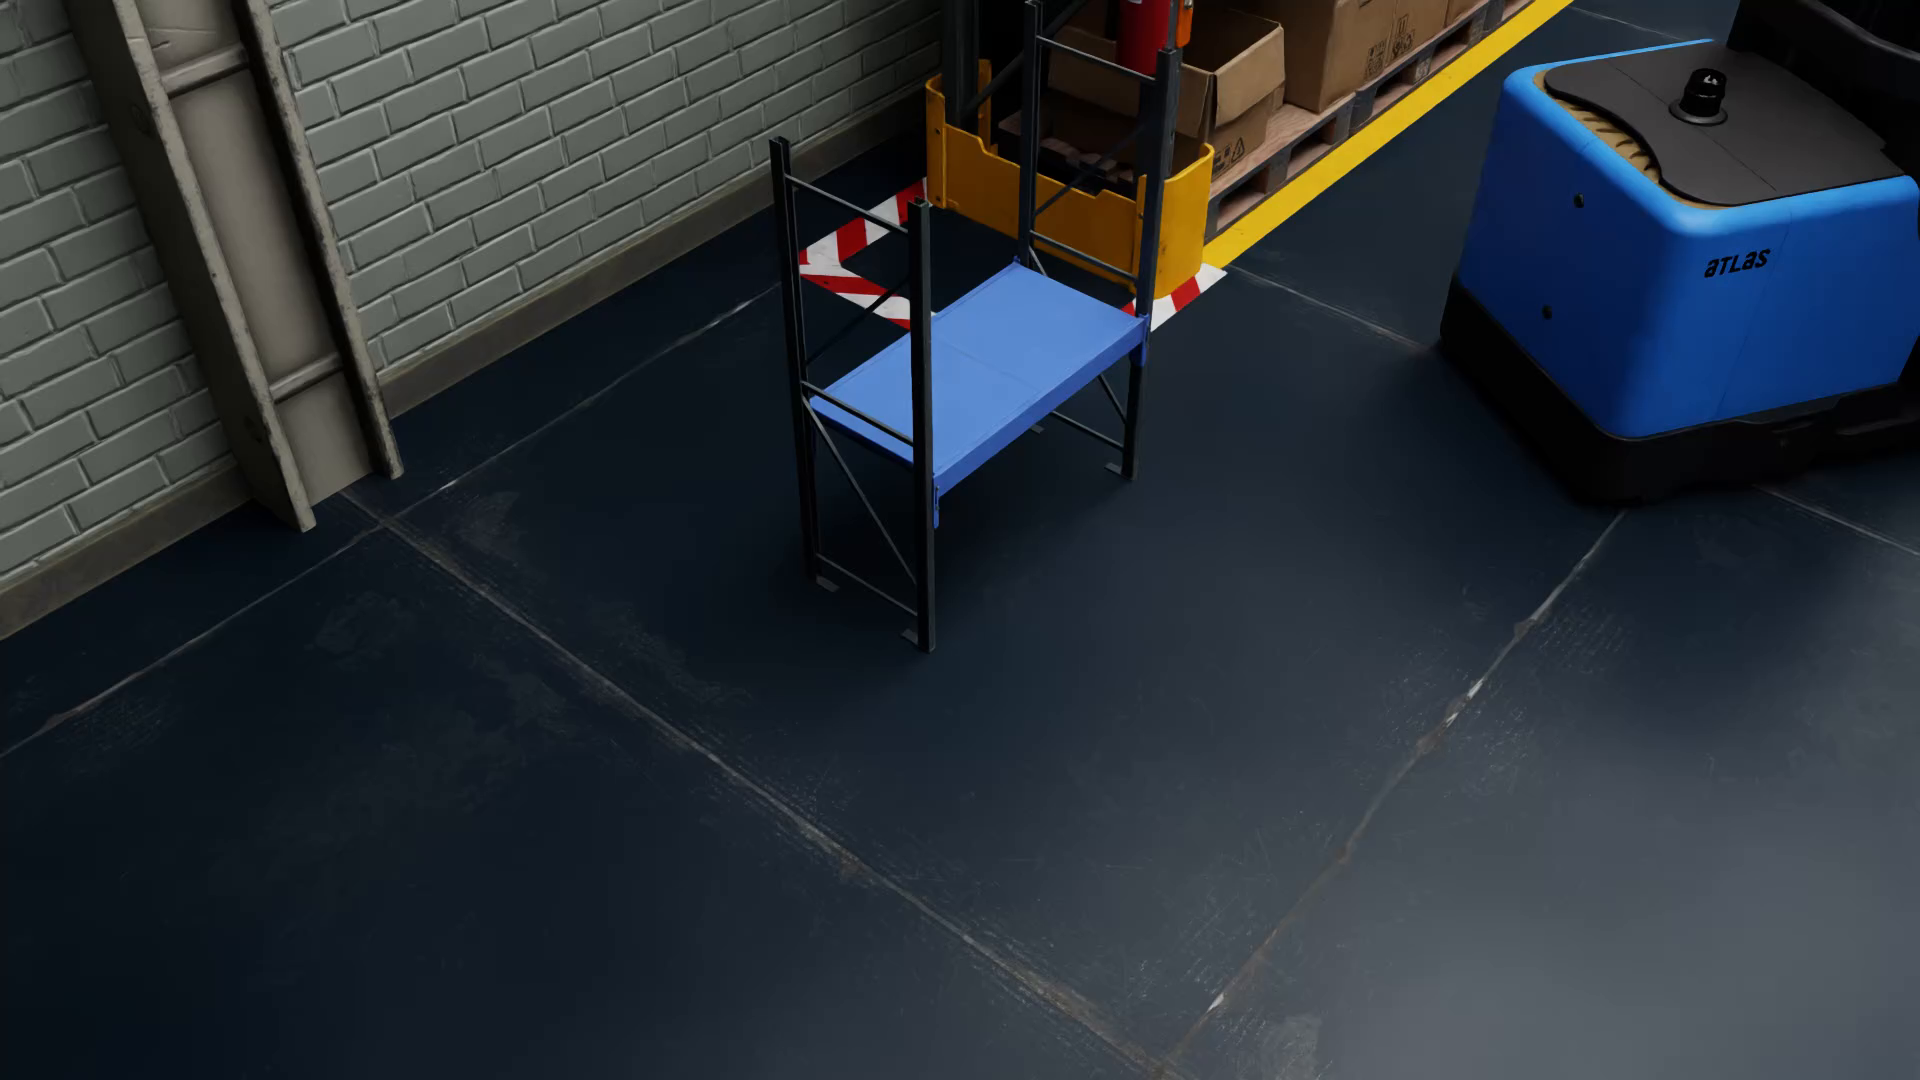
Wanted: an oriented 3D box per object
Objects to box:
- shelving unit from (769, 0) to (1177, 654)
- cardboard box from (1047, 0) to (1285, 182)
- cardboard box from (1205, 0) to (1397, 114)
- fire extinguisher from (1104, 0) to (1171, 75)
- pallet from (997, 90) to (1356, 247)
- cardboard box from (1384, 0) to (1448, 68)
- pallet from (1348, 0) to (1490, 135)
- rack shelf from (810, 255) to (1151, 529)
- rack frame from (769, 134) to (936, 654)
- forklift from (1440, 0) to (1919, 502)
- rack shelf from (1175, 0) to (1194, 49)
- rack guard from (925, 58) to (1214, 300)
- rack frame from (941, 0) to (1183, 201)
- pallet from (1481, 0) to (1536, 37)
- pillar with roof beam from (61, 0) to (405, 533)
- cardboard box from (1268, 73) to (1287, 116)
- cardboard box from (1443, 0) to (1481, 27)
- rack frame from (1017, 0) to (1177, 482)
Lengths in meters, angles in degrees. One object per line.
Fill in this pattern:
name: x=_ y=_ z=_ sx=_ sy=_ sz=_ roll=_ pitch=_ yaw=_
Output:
shelving unit: x=0.055 y=-0.599 z=4.794 sx=0.538 sy=1.500 sz=1.048 roll=29 pitch=50 yaw=28
cardboard box: x=0.815 y=-1.802 z=6.546 sx=0.797 sy=0.503 sz=0.637 roll=28 pitch=49 yaw=27
cardboard box: x=1.394 y=-2.224 z=7.012 sx=0.700 sy=0.500 sz=0.500 roll=32 pitch=51 yaw=30
fire extinguisher: x=0.607 y=-1.854 z=5.394 sx=0.296 sy=0.674 sz=0.183 roll=29 pitch=50 yaw=28
pallet: x=0.910 y=-1.715 z=6.979 sx=1.003 sy=0.211 sz=1.213 roll=29 pitch=50 yaw=28
cardboard box: x=1.811 y=-2.453 z=7.264 sx=0.500 sy=0.500 sz=0.500 roll=30 pitch=50 yaw=29
pallet: x=1.695 y=-2.340 z=7.667 sx=1.003 sy=0.211 sz=1.213 roll=29 pitch=50 yaw=28
rack shelf: x=0.055 y=-0.466 z=4.915 sx=0.538 sy=0.185 sz=1.000 roll=29 pitch=50 yaw=28
rack frame: x=-0.272 y=-0.337 z=4.506 sx=0.500 sy=1.500 sz=0.032 roll=29 pitch=50 yaw=28
forklift: x=3.294 y=-1.784 z=5.033 sx=3.031 sy=2.935 sz=1.130 roll=-12 pitch=44 yaw=-13
rack shelf: x=1.635 y=-3.060 z=6.920 sx=1.077 sy=0.370 sz=4.000 roll=29 pitch=50 yaw=28
rack guard: x=0.397 y=-1.411 z=6.430 sx=1.175 sy=0.500 sz=0.348 roll=29 pitch=50 yaw=28
rack frame: x=0.348 y=-2.296 z=5.546 sx=1.000 sy=3.000 sz=0.127 roll=29 pitch=50 yaw=28
pallet: x=2.480 y=-2.971 z=8.361 sx=1.003 sy=0.211 sz=1.213 roll=29 pitch=50 yaw=28
pillar with roof beam: x=1.218 y=-1.654 z=0.380 sx=9.100 sy=9.000 sz=0.400 roll=29 pitch=50 yaw=28
cardboard box: x=1.118 y=-1.873 z=6.887 sx=0.380 sy=0.149 sz=0.250 roll=28 pitch=49 yaw=27
cardboard box: x=2.063 y=-2.759 z=7.600 sx=0.700 sy=0.500 sz=0.500 roll=28 pitch=49 yaw=27
rack frame: x=0.382 y=-0.861 z=5.082 sx=0.500 sy=1.500 sz=0.032 roll=29 pitch=50 yaw=28
